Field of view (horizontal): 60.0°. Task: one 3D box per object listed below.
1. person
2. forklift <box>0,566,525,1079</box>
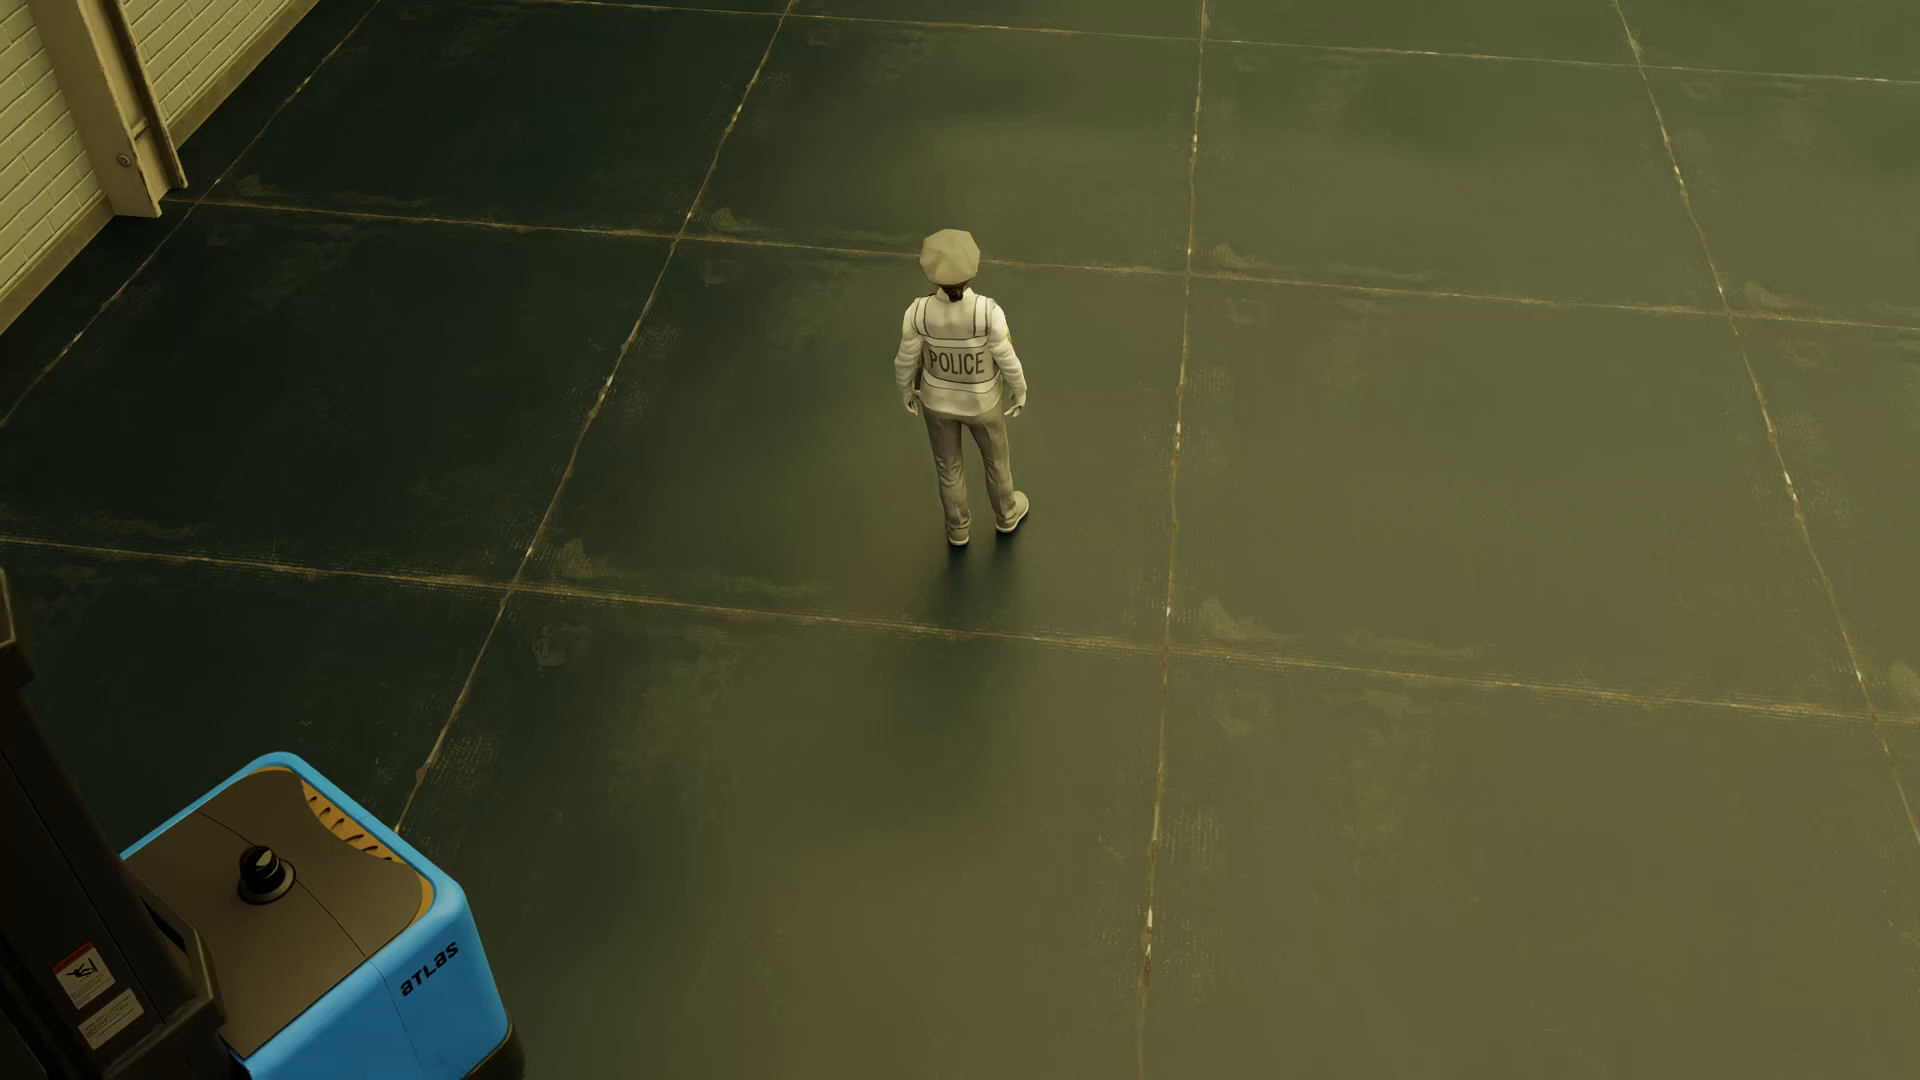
[{"bbox_3d":[0.015,-0.674,7.361,0.588,1.696,0.533,5,43,6],"label":"person"},{"bbox_3d":[-2.825,1.377,4.225,1.130,2.935,3.031,28,50,27],"label":"forklift"}]
